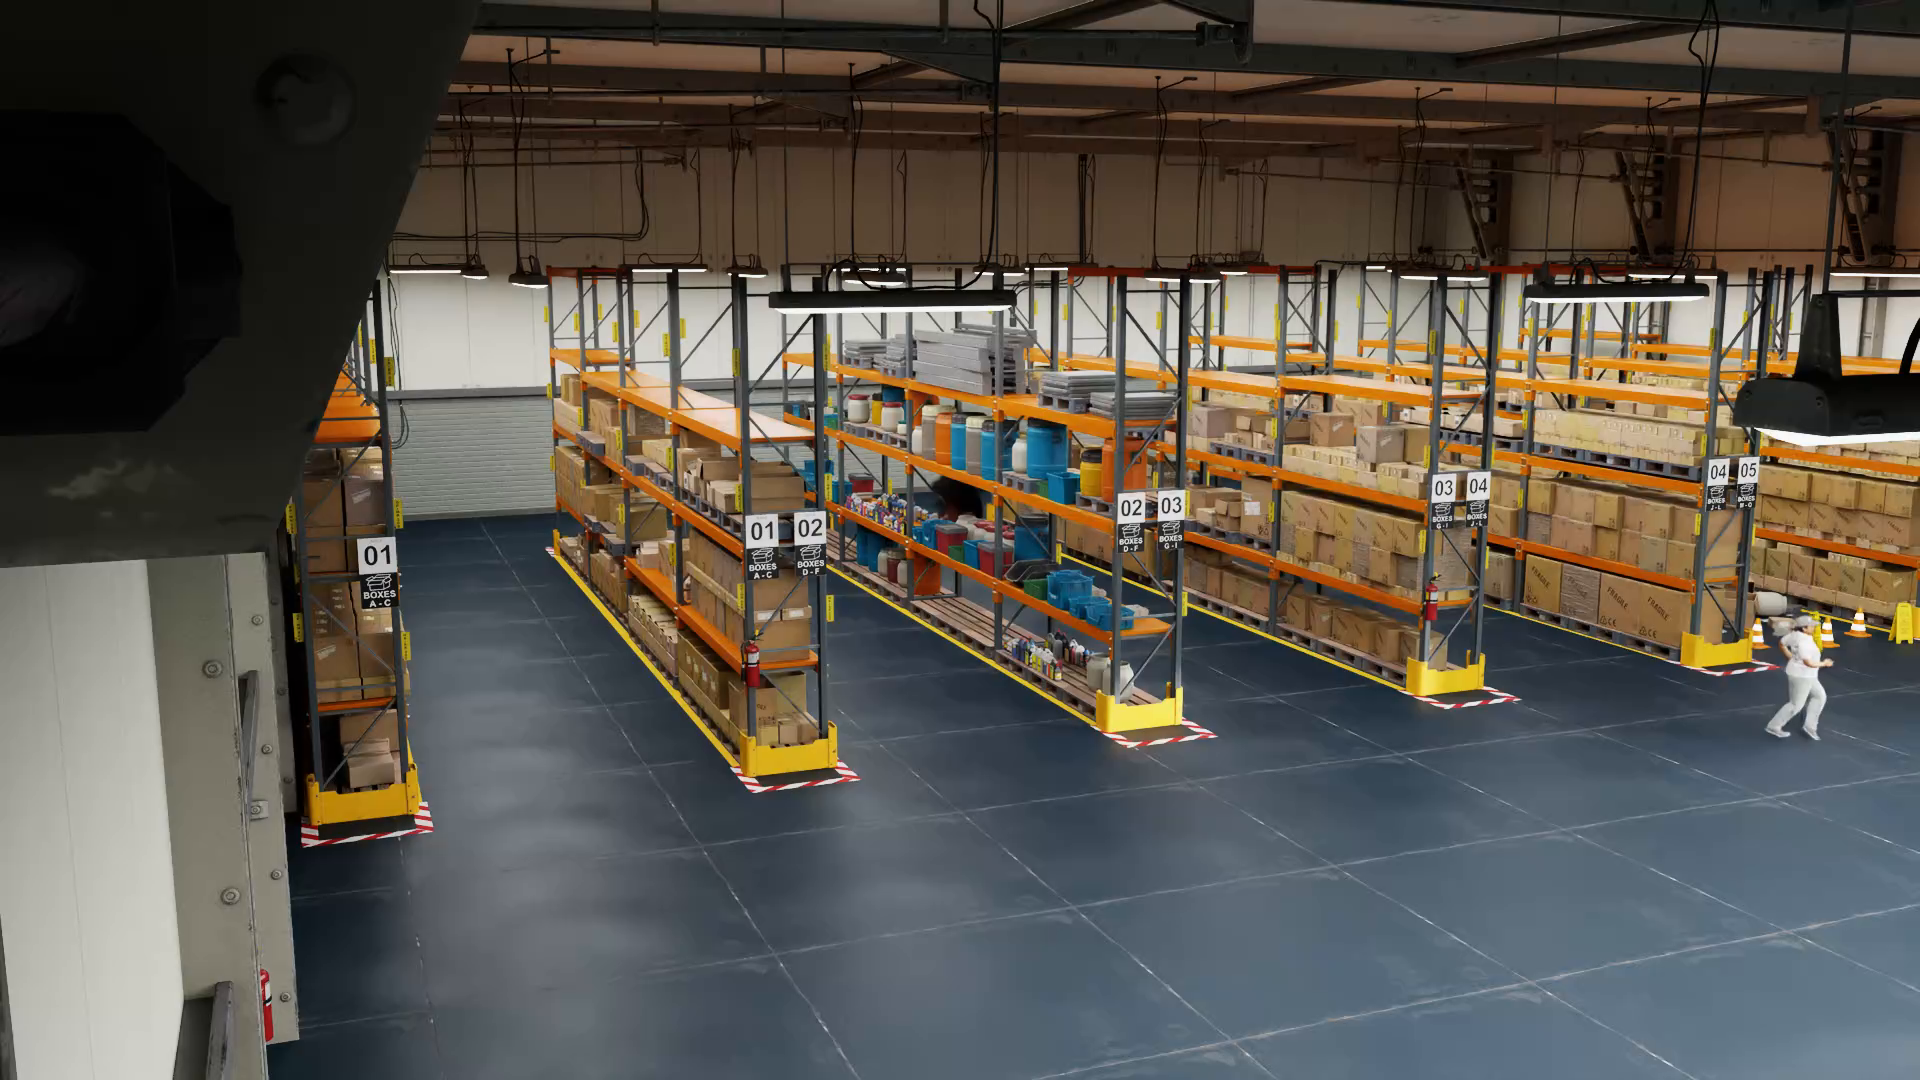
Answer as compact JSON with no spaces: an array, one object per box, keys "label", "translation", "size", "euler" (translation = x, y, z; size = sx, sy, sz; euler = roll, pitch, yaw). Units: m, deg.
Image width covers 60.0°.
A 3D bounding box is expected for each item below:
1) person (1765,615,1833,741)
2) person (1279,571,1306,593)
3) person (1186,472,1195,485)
[{"label":"person","translation":[10.937,1.766,21.646],"size":[0.733,1.616,0.608],"euler":[3,10,19]},{"label":"person","translation":[6.226,0.166,31.106],"size":[0.558,1.652,0.718],"euler":[-5,11,-27]},{"label":"person","translation":[4.711,-0.578,34.871],"size":[0.647,1.768,0.943],"euler":[-6,11,-29]}]
